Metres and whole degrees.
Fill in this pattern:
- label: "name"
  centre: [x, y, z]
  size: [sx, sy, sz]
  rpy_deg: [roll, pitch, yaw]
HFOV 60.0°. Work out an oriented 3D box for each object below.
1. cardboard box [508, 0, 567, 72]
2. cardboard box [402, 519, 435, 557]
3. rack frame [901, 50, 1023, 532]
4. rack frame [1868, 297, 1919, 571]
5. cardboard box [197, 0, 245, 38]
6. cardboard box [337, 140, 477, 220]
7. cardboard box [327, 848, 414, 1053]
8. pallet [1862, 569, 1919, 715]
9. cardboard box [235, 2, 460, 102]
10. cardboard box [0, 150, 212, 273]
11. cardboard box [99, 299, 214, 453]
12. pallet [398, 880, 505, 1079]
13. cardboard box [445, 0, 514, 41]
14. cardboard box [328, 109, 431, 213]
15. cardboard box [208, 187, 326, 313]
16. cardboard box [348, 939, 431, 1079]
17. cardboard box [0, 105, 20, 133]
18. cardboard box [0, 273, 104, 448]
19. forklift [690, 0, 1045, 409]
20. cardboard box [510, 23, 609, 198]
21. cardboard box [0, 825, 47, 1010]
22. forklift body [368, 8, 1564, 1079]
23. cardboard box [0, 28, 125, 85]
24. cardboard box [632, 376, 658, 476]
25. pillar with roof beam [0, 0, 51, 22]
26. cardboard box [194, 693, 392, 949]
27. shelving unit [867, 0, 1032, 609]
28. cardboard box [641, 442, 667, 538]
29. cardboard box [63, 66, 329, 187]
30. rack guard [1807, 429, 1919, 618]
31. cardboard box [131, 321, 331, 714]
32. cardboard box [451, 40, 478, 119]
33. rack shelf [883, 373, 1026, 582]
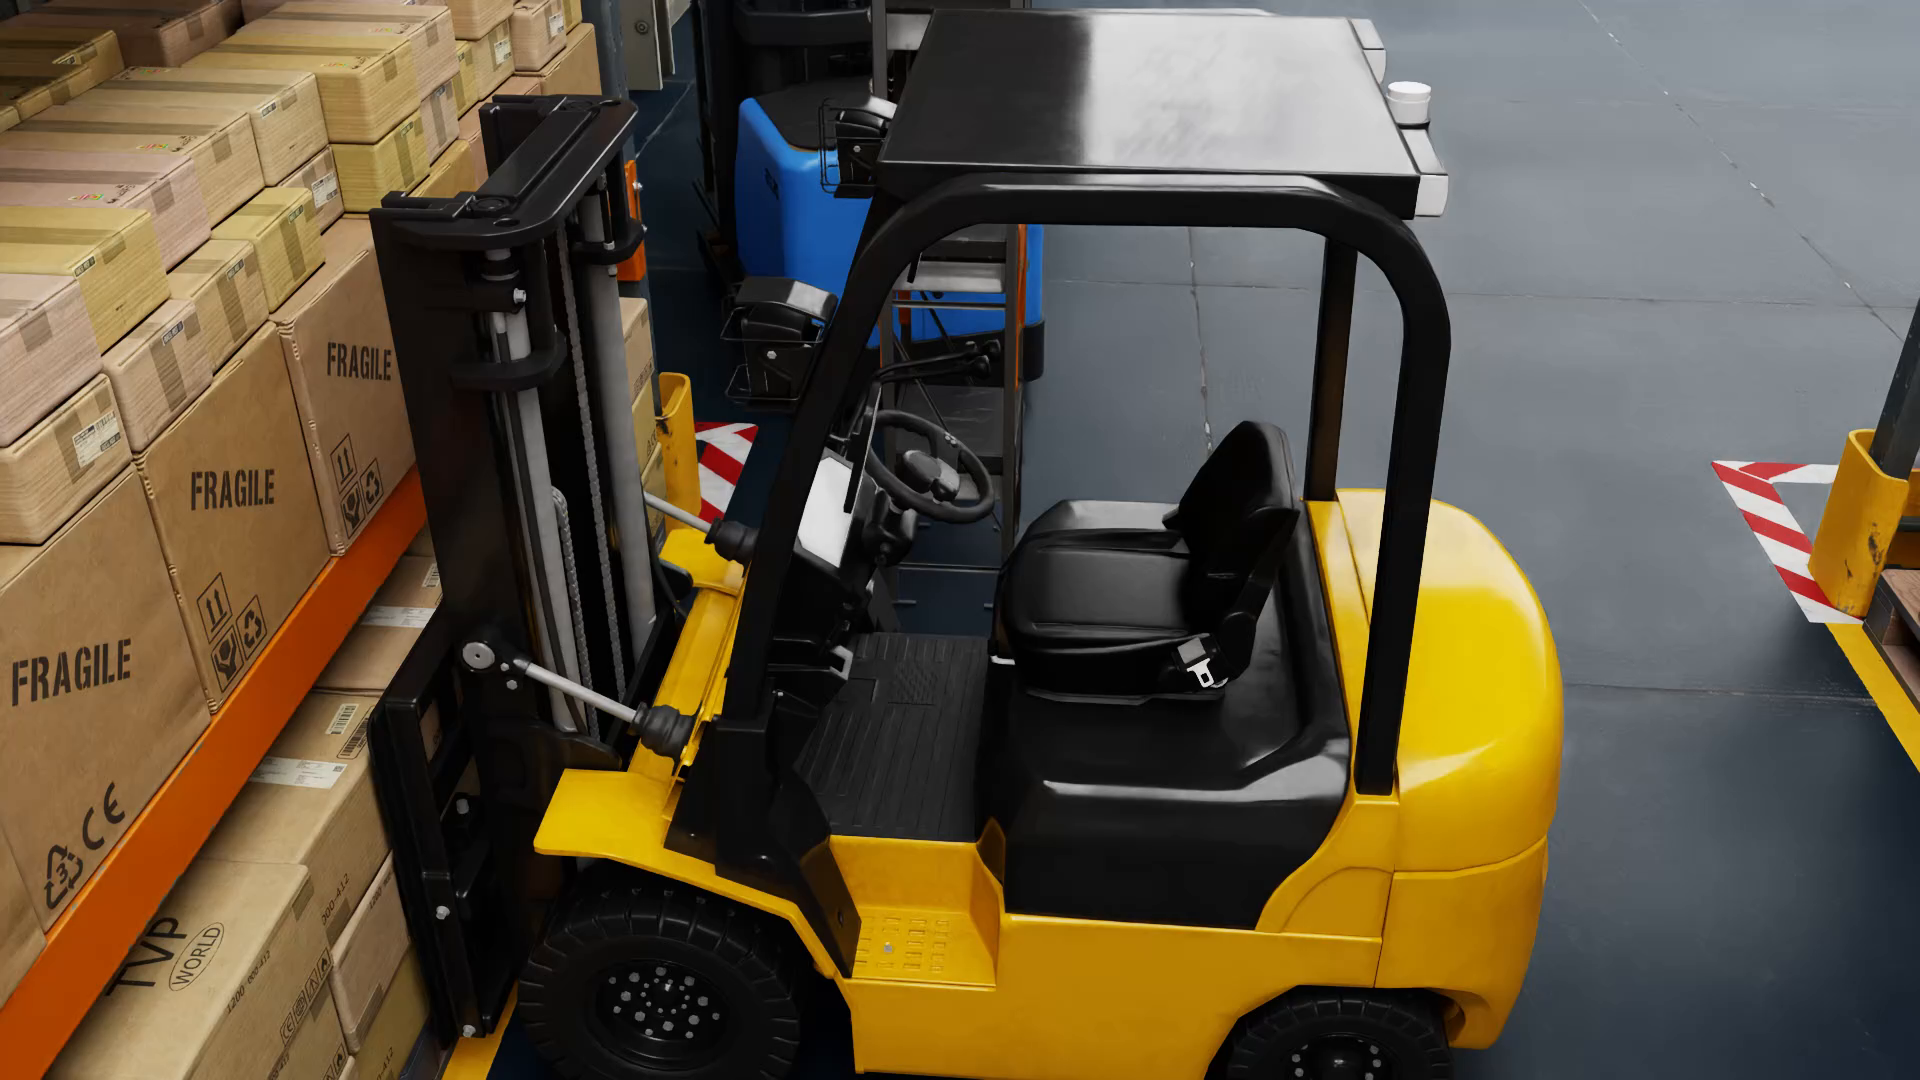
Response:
- label: "cardboard box"
  centre: [-1.256, -1.337, 4.347]
  size: [0.380, 0.149, 0.250]
  rpy_deg: [3, 32, 5]
- label: "cardboard box"
  centre: [-1.309, 0.005, 4.150]
  size: [0.500, 0.250, 0.500]
  rpy_deg: [3, 32, 5]
- label: "rack frame"
  centre: [0.006, -0.935, 5.266]
  size: [0.400, 2.100, 0.015]
  rpy_deg: [2, 32, 4]
- label: "rack frame"
  centre: [3.432, -1.137, 4.735]
  size: [1.000, 3.000, 0.127]
  rpy_deg: [2, 32, 4]
- label: "cardboard box"
  centre: [-1.853, -1.223, 3.878]
  size: [0.380, 0.149, 0.250]
  rpy_deg: [3, 32, 4]
- label: "cardboard box"
  centre: [-1.387, -0.582, 3.740]
  size: [0.500, 0.500, 0.500]
  rpy_deg: [2, 32, 3]
- label: "cardboard box"
  centre: [-1.403, 0.758, 3.405]
  size: [0.500, 0.250, 0.500]
  rpy_deg: [2, 32, 4]
- label: "pallet"
  centre: [3.324, 0.513, 4.716]
  size: [1.003, 0.211, 1.213]
  rpy_deg: [2, 32, 4]
- label: "cardboard box"
  centre: [-1.323, -1.060, 3.613]
  size: [0.380, 0.149, 0.250]
  rpy_deg: [3, 32, 5]
- label: "cardboard box"
  centre: [-1.494, -0.532, 2.756]
  size: [0.380, 0.149, 0.250]
  rpy_deg: [2, 32, 4]
- label: "cardboard box"
  centre: [-1.423, -0.265, 2.608]
  size: [0.380, 0.149, 0.250]
  rpy_deg: [2, 32, 3]
- label: "pallet"
  centre: [-1.638, 0.878, 4.124]
  size: [1.003, 0.211, 1.213]
  rpy_deg: [2, 32, 4]
- label: "cardboard box"
  centre: [-1.318, -1.328, 4.048]
  size: [0.380, 0.149, 0.250]
  rpy_deg: [3, 32, 5]
- label: "cardboard box"
  centre: [-1.345, -0.800, 3.476]
  size: [0.380, 0.149, 0.250]
  rpy_deg: [3, 32, 4]
- label: "cardboard box"
  centre: [-1.408, -0.537, 3.049]
  size: [0.380, 0.149, 0.250]
  rpy_deg: [2, 32, 3]
- label: "cardboard box"
  centre: [-1.420, 0.962, 3.550]
  size: [0.500, 0.250, 0.500]
  rpy_deg: [3, 32, 5]
- label: "cardboard box"
  centre: [-1.928, -0.680, 2.997]
  size: [0.380, 0.149, 0.250]
  rpy_deg: [3, 32, 5]
- label: "cardboard box"
  centre: [-1.453, -0.259, 2.314]
  size: [0.380, 0.149, 0.250]
  rpy_deg: [3, 32, 5]
- label: "forklift"
  centre: [-0.602, -2.502, 7.016]
  size: [1.130, 2.935, 3.031]
  rpy_deg: [-10, 33, -15]
- label: "cardboard box"
  centre: [-1.294, -1.121, 4.614]
  size: [0.500, 0.500, 0.500]
  rpy_deg: [2, 32, 3]
- label: "cardboard box"
  centre: [-1.545, 0.481, 2.015]
  size: [0.500, 0.500, 0.500]
  rpy_deg: [2, 32, 3]
- label: "forklift body"
  centre: [0.148, 0.084, 3.564]
  size: [2.313, 2.155, 1.214]
  rpy_deg: [2, 32, 4]
- label: "cardboard box"
  centre: [-1.969, -0.951, 3.437]
  size: [0.380, 0.149, 0.250]
  rpy_deg: [2, 32, 3]
- label: "cardboard box"
  centre: [-1.244, -0.300, 5.122]
  size: [0.500, 0.250, 0.500]
  rpy_deg: [2, 32, 3]
- label: "pillar with roof beam"
  centre: [1.820, -3.391, 2.676]
  size: [9.100, 9.000, 0.400]
  rpy_deg: [2, 32, 4]
- label: "cardboard box"
  centre: [-1.408, 0.544, 3.276]
  size: [0.500, 0.250, 0.500]
  rpy_deg: [3, 32, 6]
- label: "shelving unit"
  centre: [-0.013, -0.807, 5.059]
  size: [0.431, 2.100, 0.503]
  rpy_deg: [2, 32, 4]
- label: "cardboard box"
  centre: [-1.239, -0.096, 5.267]
  size: [0.500, 0.250, 0.500]
  rpy_deg: [3, 32, 4]
- label: "cardboard box"
  centre: [-1.454, -0.794, 3.181]
  size: [0.380, 0.149, 0.250]
  rpy_deg: [3, 32, 5]
- label: "rack guard"
  centre: [3.426, -0.033, 5.327]
  size: [1.175, 0.500, 0.348]
  rpy_deg: [2, 32, 4]
- label: "cardboard box"
  centre: [-1.479, -0.057, 2.887]
  size: [0.500, 0.500, 0.500]
  rpy_deg: [2, 32, 3]
- label: "cardboard box"
  centre: [-1.369, -1.075, 3.922]
  size: [0.380, 0.149, 0.250]
  rpy_deg: [2, 32, 4]
- label: "rack shelf"
  centre: [-0.013, -0.200, 5.433]
  size: [0.431, 0.518, 0.480]
  rpy_deg: [2, 32, 4]
